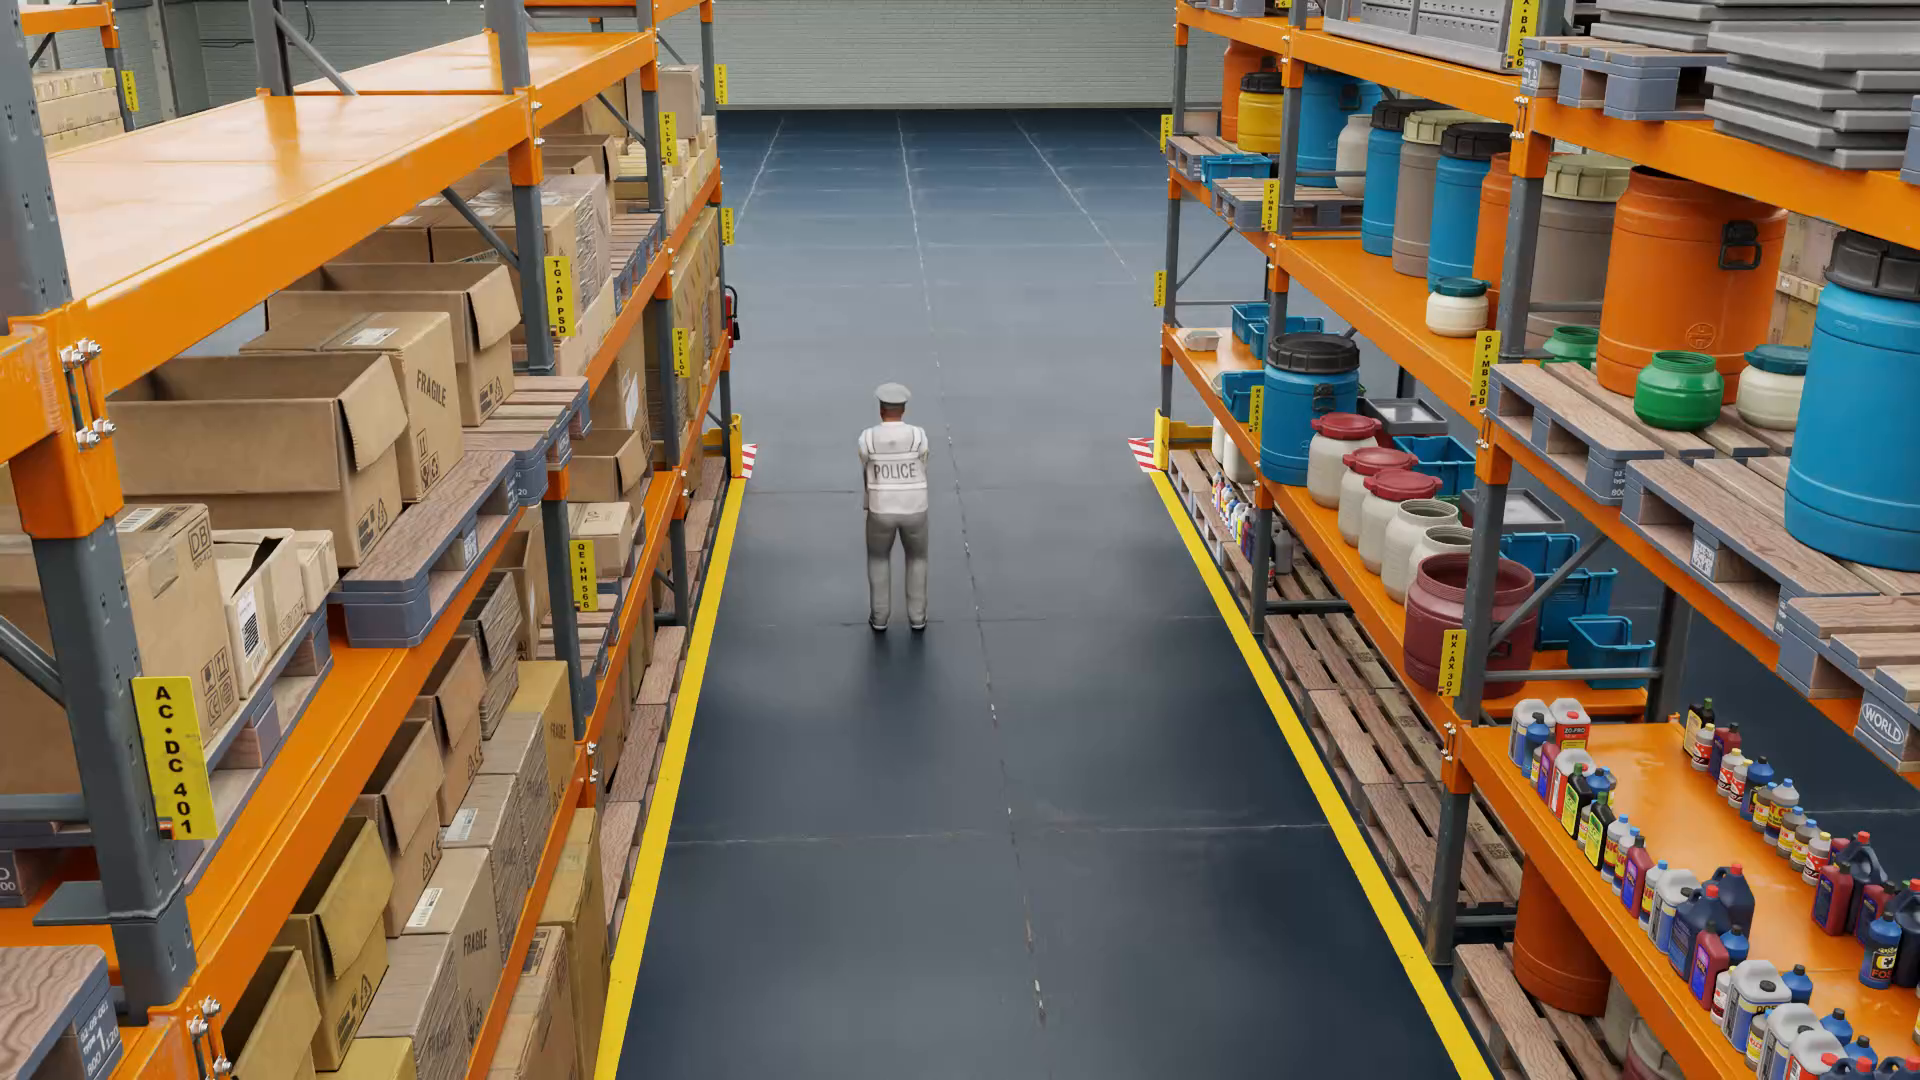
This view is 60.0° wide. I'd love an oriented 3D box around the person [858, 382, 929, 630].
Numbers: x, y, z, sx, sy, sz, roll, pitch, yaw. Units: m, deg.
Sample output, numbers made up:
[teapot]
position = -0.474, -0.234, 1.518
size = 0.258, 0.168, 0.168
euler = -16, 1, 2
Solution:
[person]
position = -0.464, -0.242, 11.716
size = 0.490, 1.764, 0.576
euler = -1, 20, -4
